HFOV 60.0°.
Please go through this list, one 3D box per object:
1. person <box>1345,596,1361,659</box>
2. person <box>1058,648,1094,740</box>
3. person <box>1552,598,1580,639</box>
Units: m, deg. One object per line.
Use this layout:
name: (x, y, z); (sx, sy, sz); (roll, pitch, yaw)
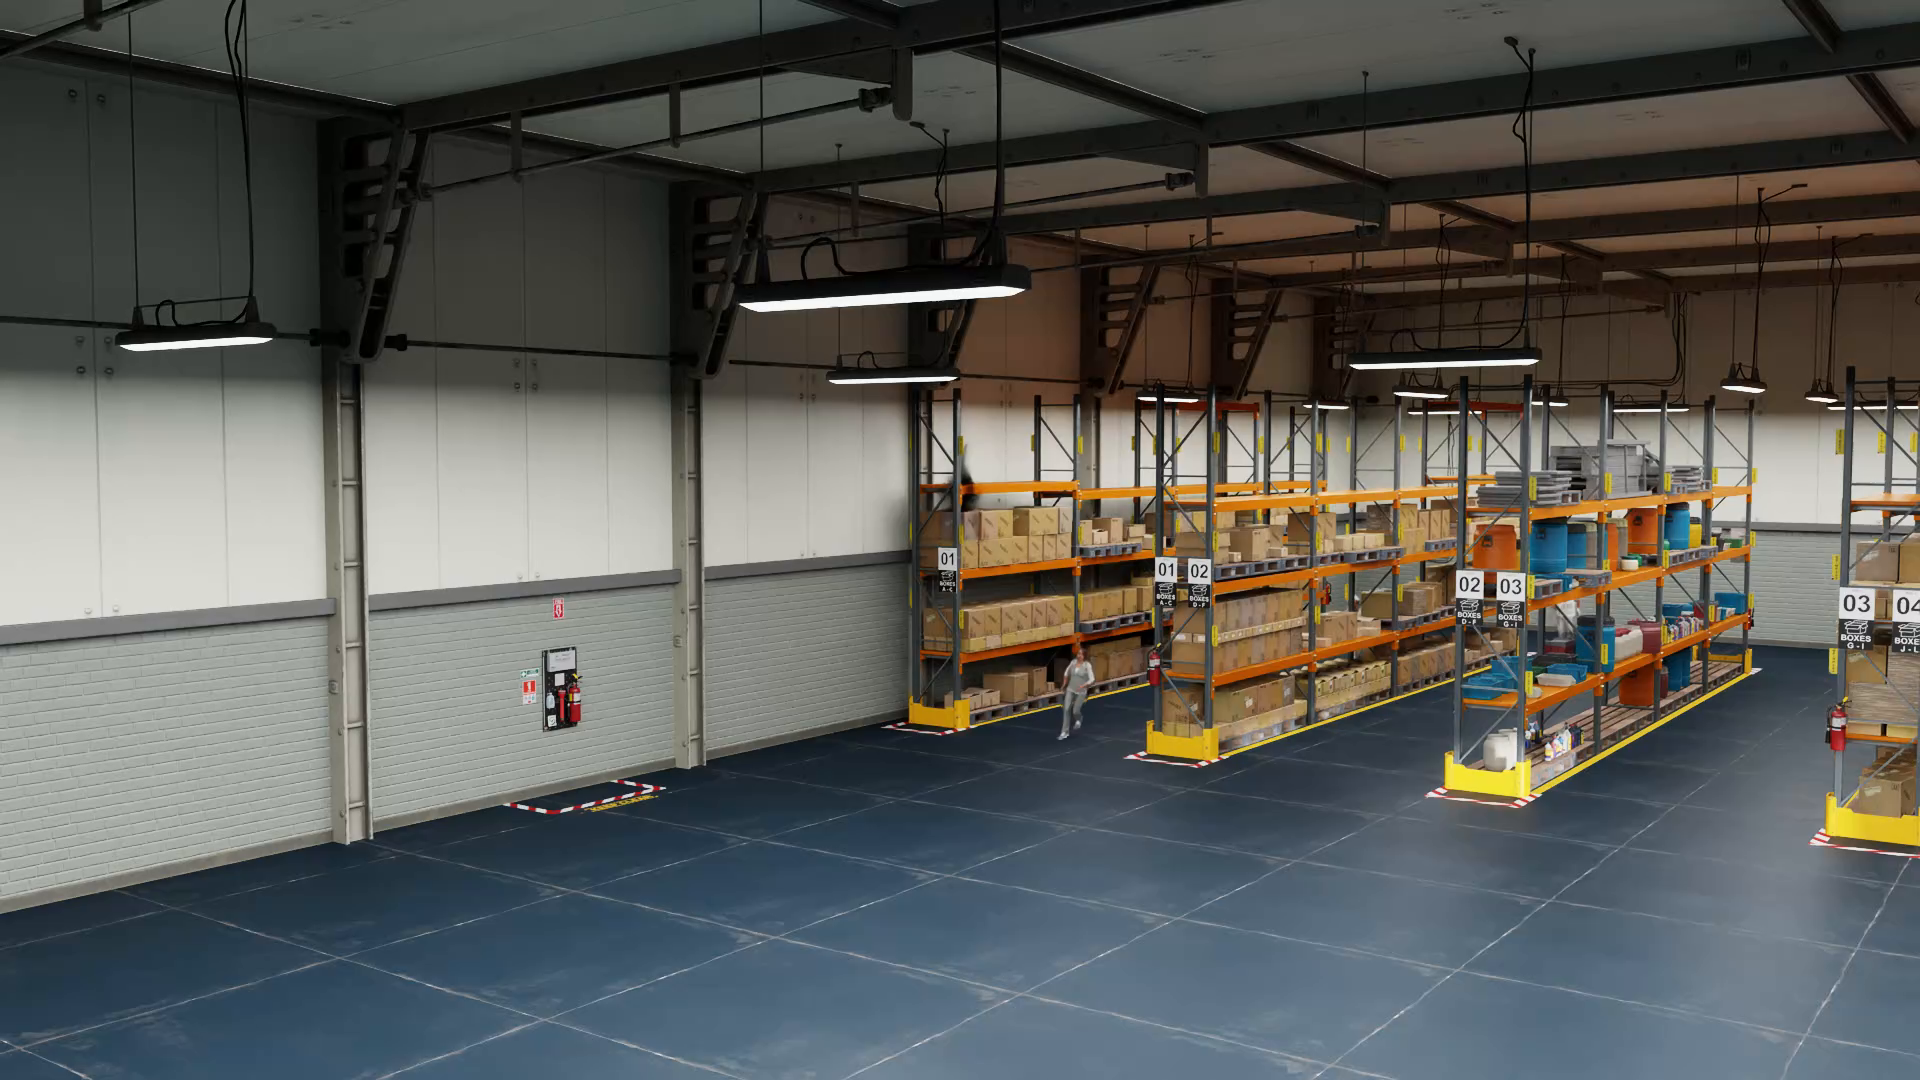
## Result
person: (8.656, 2.078, 36.346); (0.677, 1.735, 0.676); (1, 4, 24)
person: (2.033, 2.610, 28.472); (0.574, 1.559, 0.755); (1, 4, 22)
person: (14.436, 1.857, 39.616); (0.667, 1.835, 0.850); (1, 3, 16)
